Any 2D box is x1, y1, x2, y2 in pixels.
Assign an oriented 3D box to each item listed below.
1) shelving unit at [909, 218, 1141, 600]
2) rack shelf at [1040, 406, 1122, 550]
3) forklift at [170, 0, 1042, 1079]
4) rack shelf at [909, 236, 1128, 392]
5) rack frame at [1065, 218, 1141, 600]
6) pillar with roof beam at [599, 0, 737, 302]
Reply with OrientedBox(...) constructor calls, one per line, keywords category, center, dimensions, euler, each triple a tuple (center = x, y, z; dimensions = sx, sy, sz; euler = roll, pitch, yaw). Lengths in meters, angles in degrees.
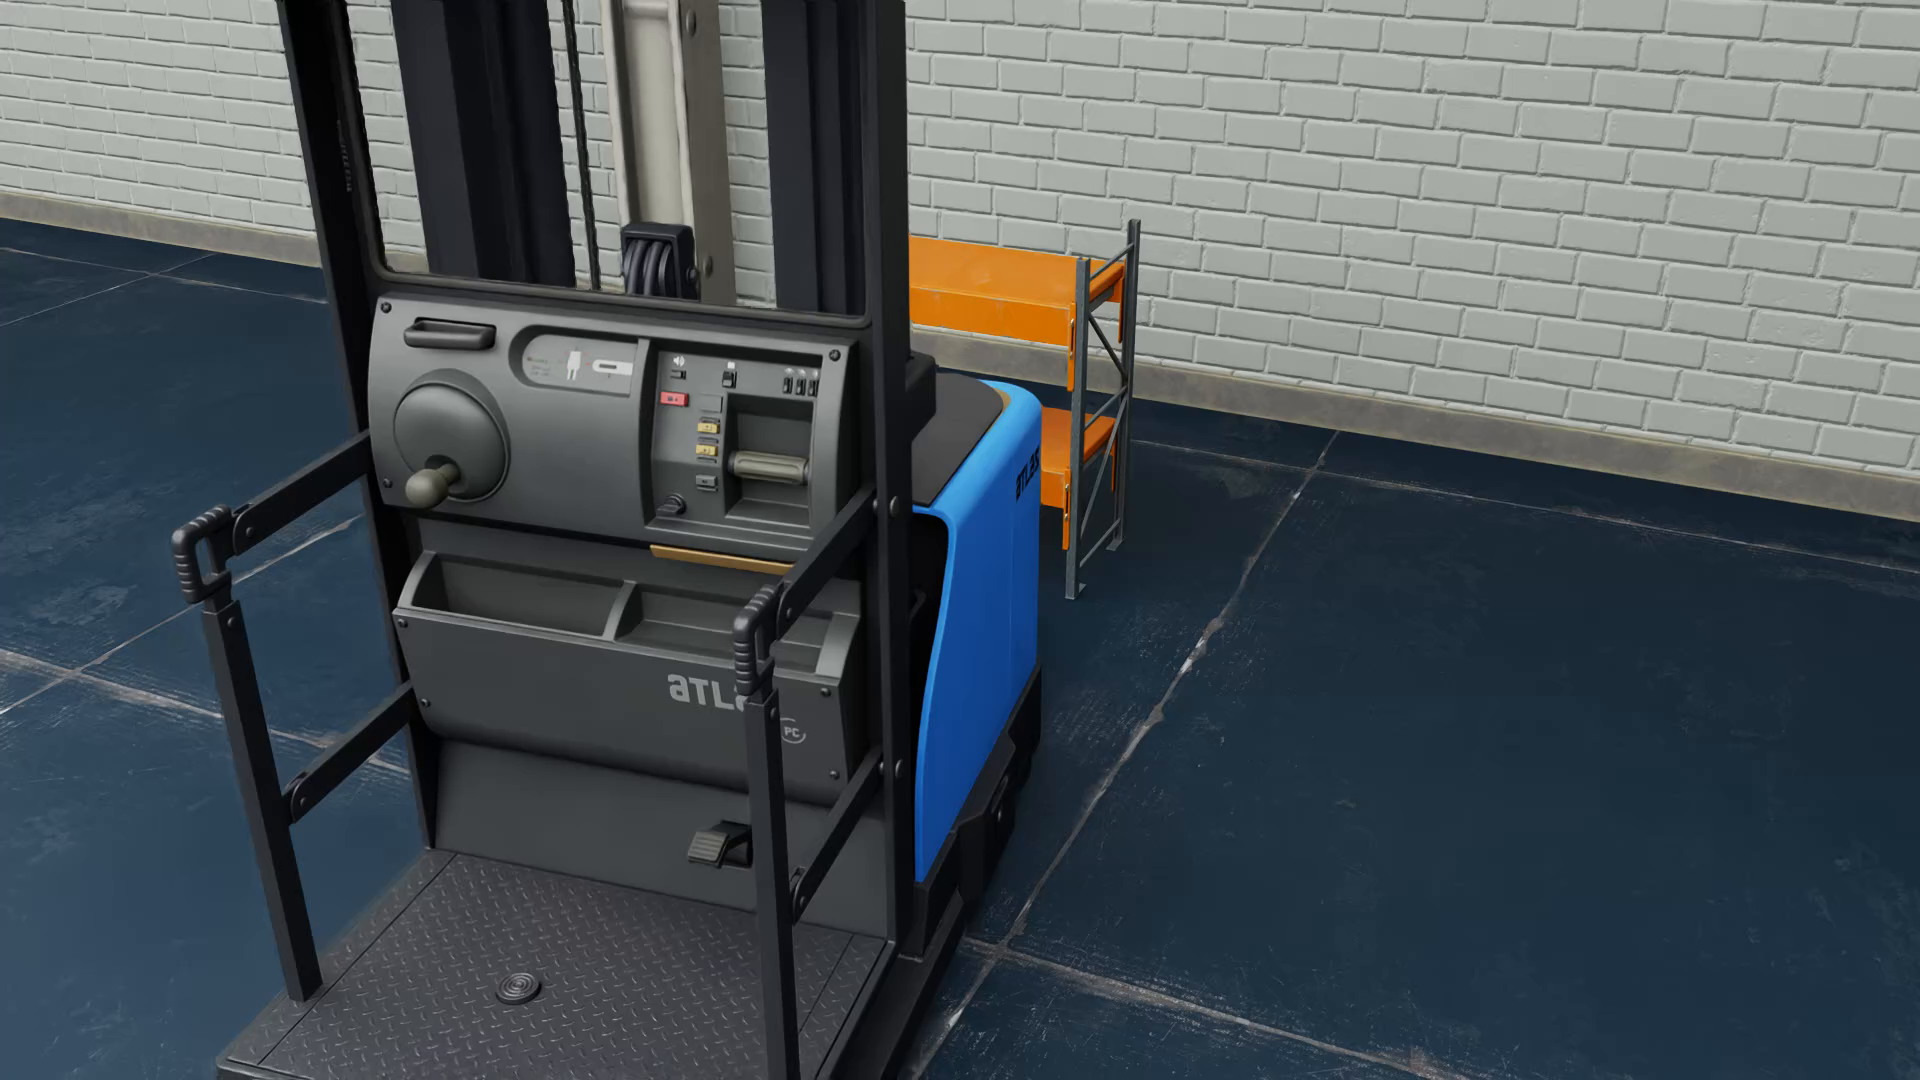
OrientedBox(category="shelving unit", center=(-0.006, -0.506, 5.504), dimensions=(1.048, 1.125, 0.538), euler=(11, 28, 22))
OrientedBox(category="rack shelf", center=(-0.006, -0.287, 5.612), dimensions=(1.000, 0.278, 0.538), euler=(11, 28, 22))
OrientedBox(category="forklift", center=(-0.702, -0.176, 2.789), dimensions=(1.130, 2.935, 3.031), euler=(8, 27, 15))
OrientedBox(category="rack shelf", center=(-0.006, -0.768, 5.375), dimensions=(1.000, 0.278, 0.538), euler=(11, 28, 22))
OrientedBox(category="rack frame", center=(0.457, -0.413, 5.315), dimensions=(0.032, 1.125, 0.500), euler=(11, 28, 22))
OrientedBox(category="pillar with roof beam", center=(-3.048, -3.245, 2.153), dimensions=(0.400, 9.000, 9.100), euler=(11, 28, 22))
